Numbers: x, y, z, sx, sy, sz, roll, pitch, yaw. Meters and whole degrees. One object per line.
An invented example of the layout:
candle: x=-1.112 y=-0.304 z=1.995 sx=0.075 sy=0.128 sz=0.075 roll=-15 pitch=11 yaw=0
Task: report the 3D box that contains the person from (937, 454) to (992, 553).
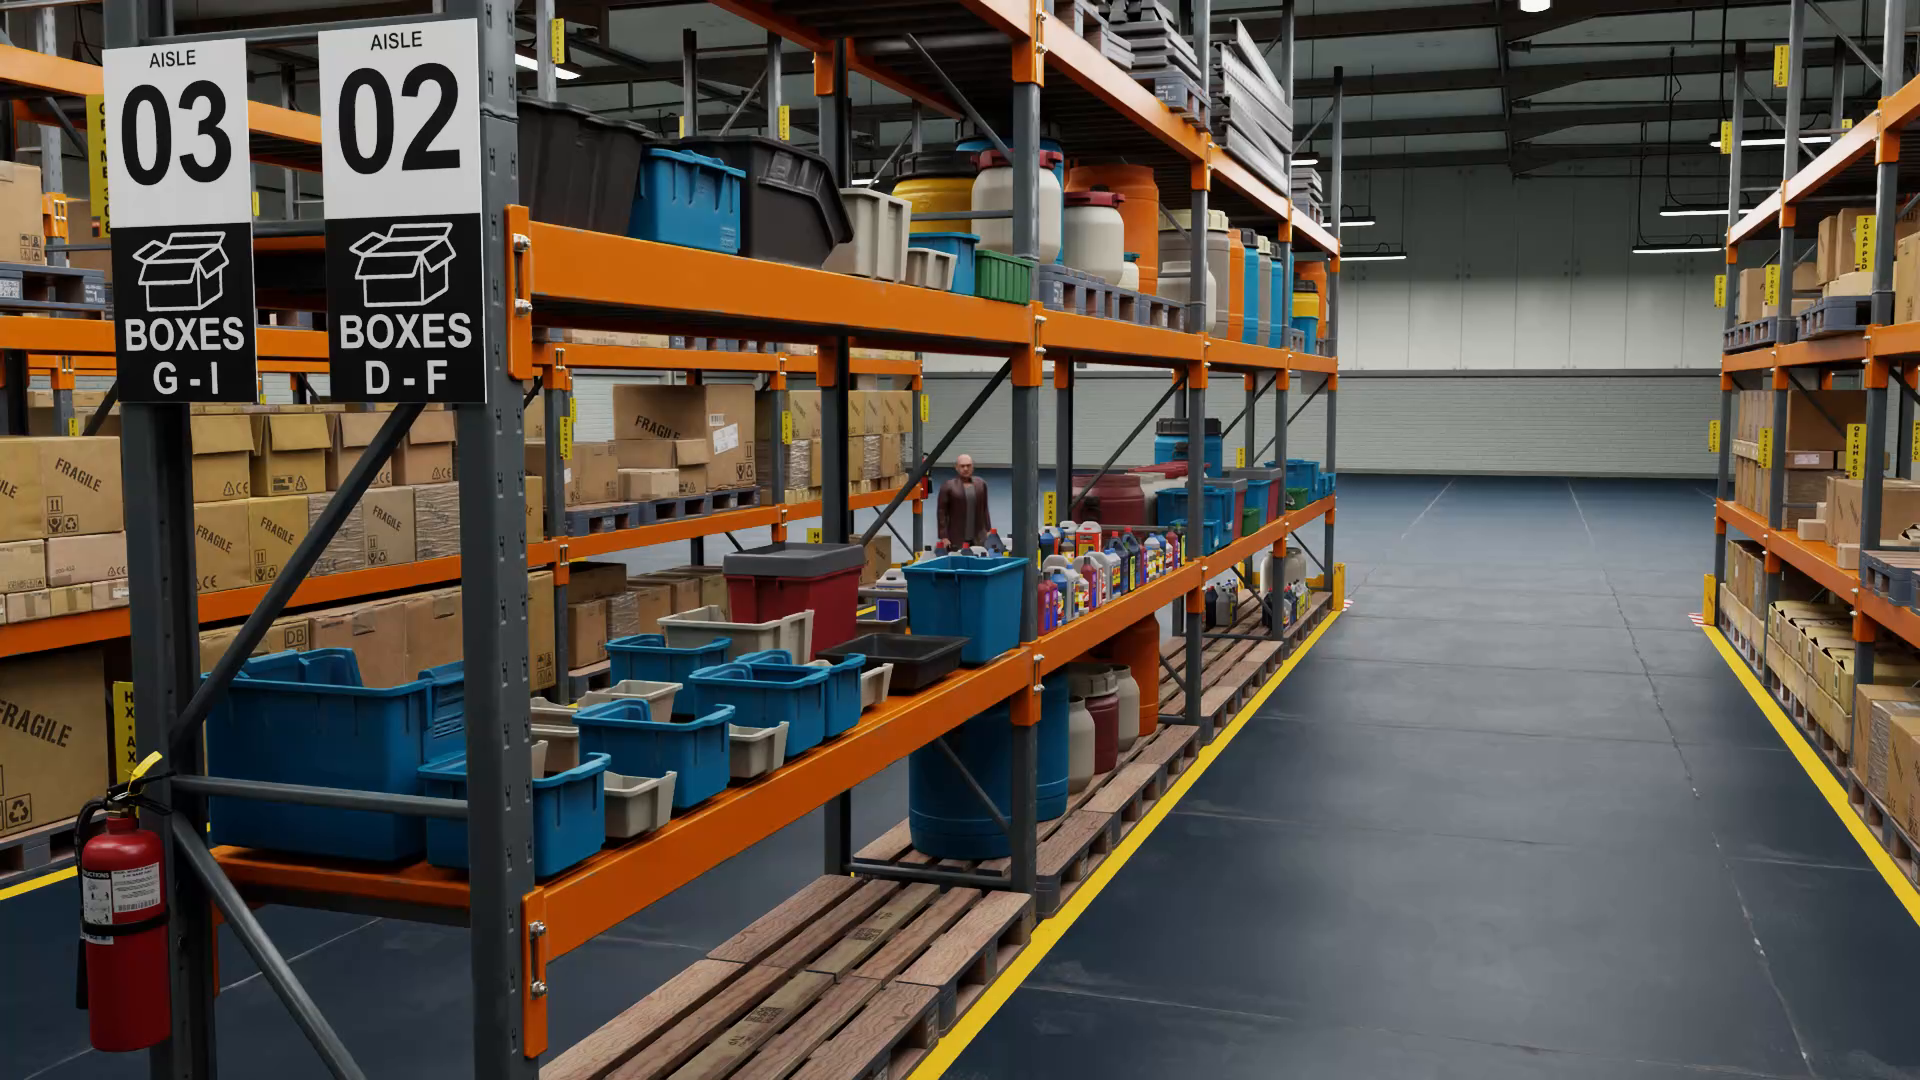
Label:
person: x=0.054 y=-0.029 z=17.570 sx=0.637 sy=1.761 sz=0.551 roll=-2 pitch=5 yaw=-17
